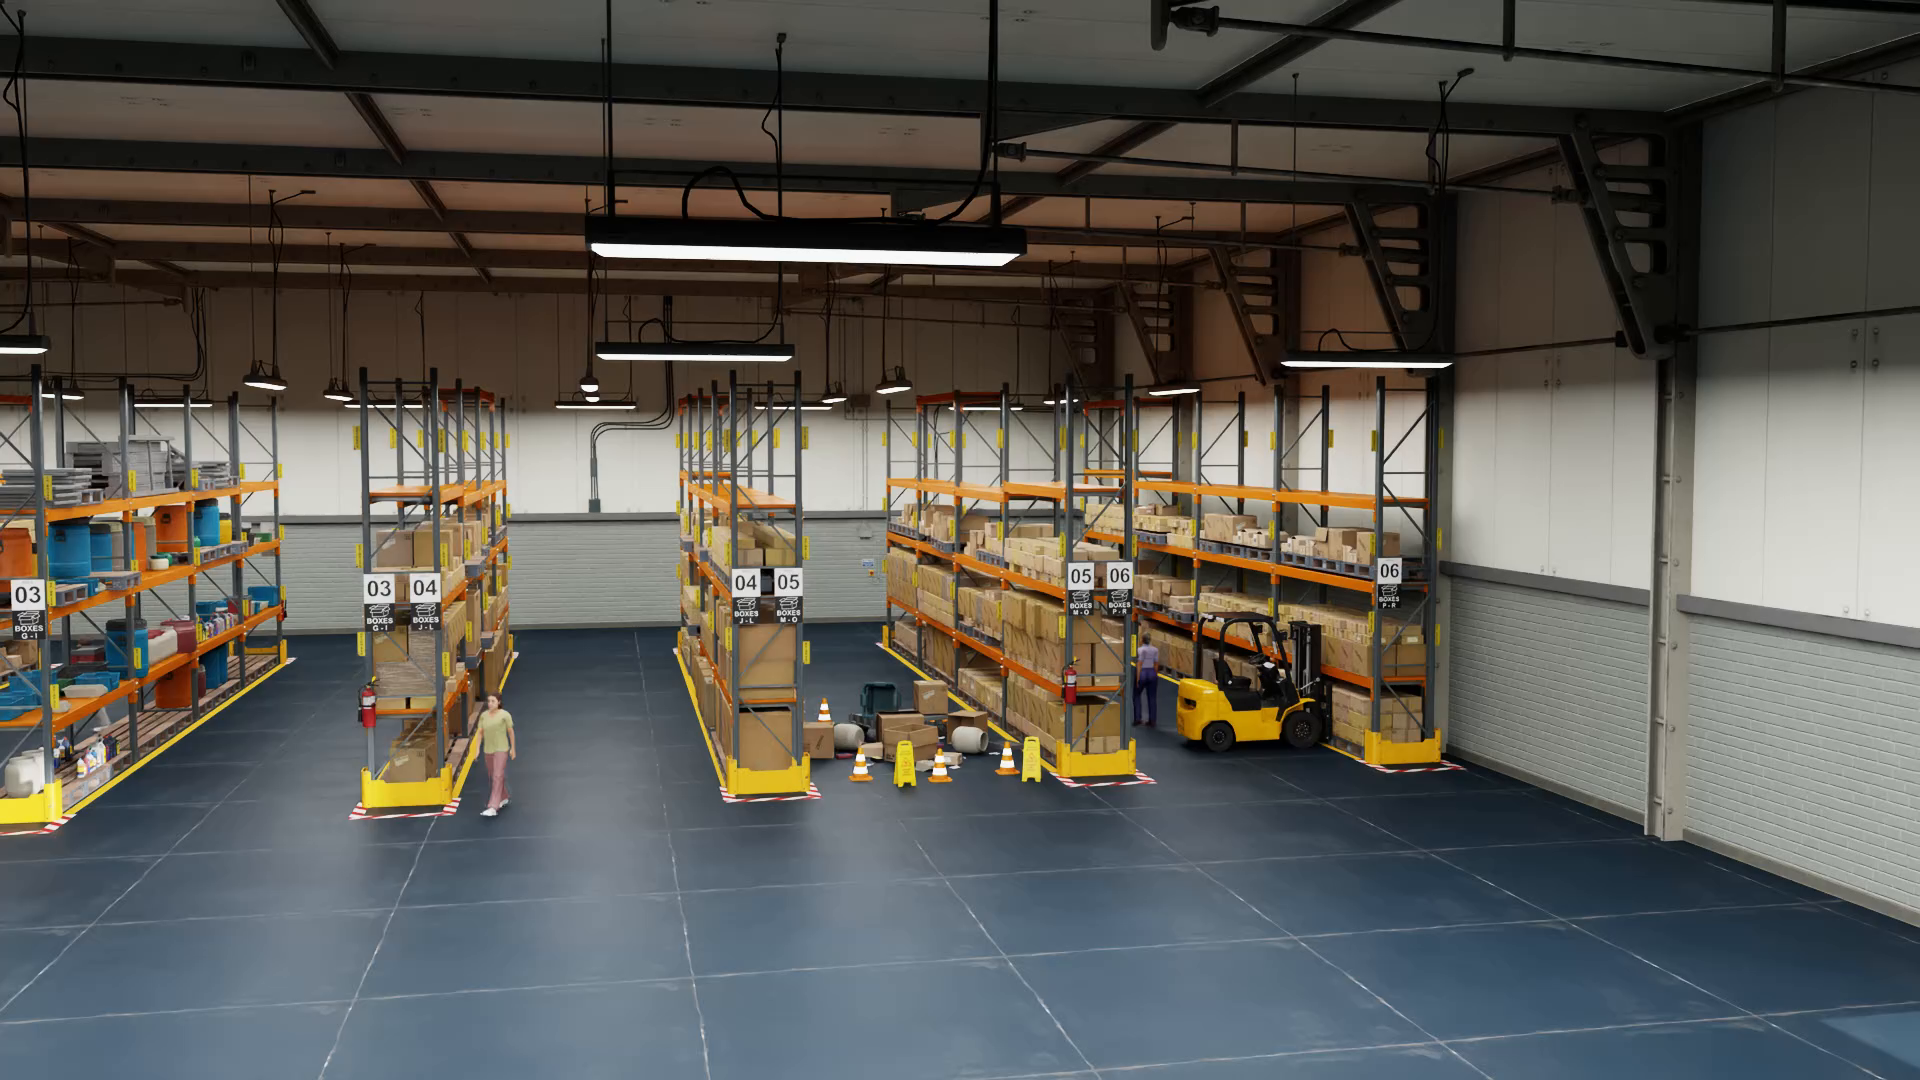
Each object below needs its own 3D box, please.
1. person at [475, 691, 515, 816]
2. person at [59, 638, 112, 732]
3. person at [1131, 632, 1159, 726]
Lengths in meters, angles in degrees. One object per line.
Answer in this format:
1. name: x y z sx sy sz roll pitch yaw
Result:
1. person: -6.282 2.841 22.342 0.473 1.628 0.931 1 4 15
2. person: -15.068 2.482 28.537 0.974 1.621 0.513 1 4 14
3. person: 3.288 2.473 29.240 0.500 1.695 0.606 -1 4 -17
